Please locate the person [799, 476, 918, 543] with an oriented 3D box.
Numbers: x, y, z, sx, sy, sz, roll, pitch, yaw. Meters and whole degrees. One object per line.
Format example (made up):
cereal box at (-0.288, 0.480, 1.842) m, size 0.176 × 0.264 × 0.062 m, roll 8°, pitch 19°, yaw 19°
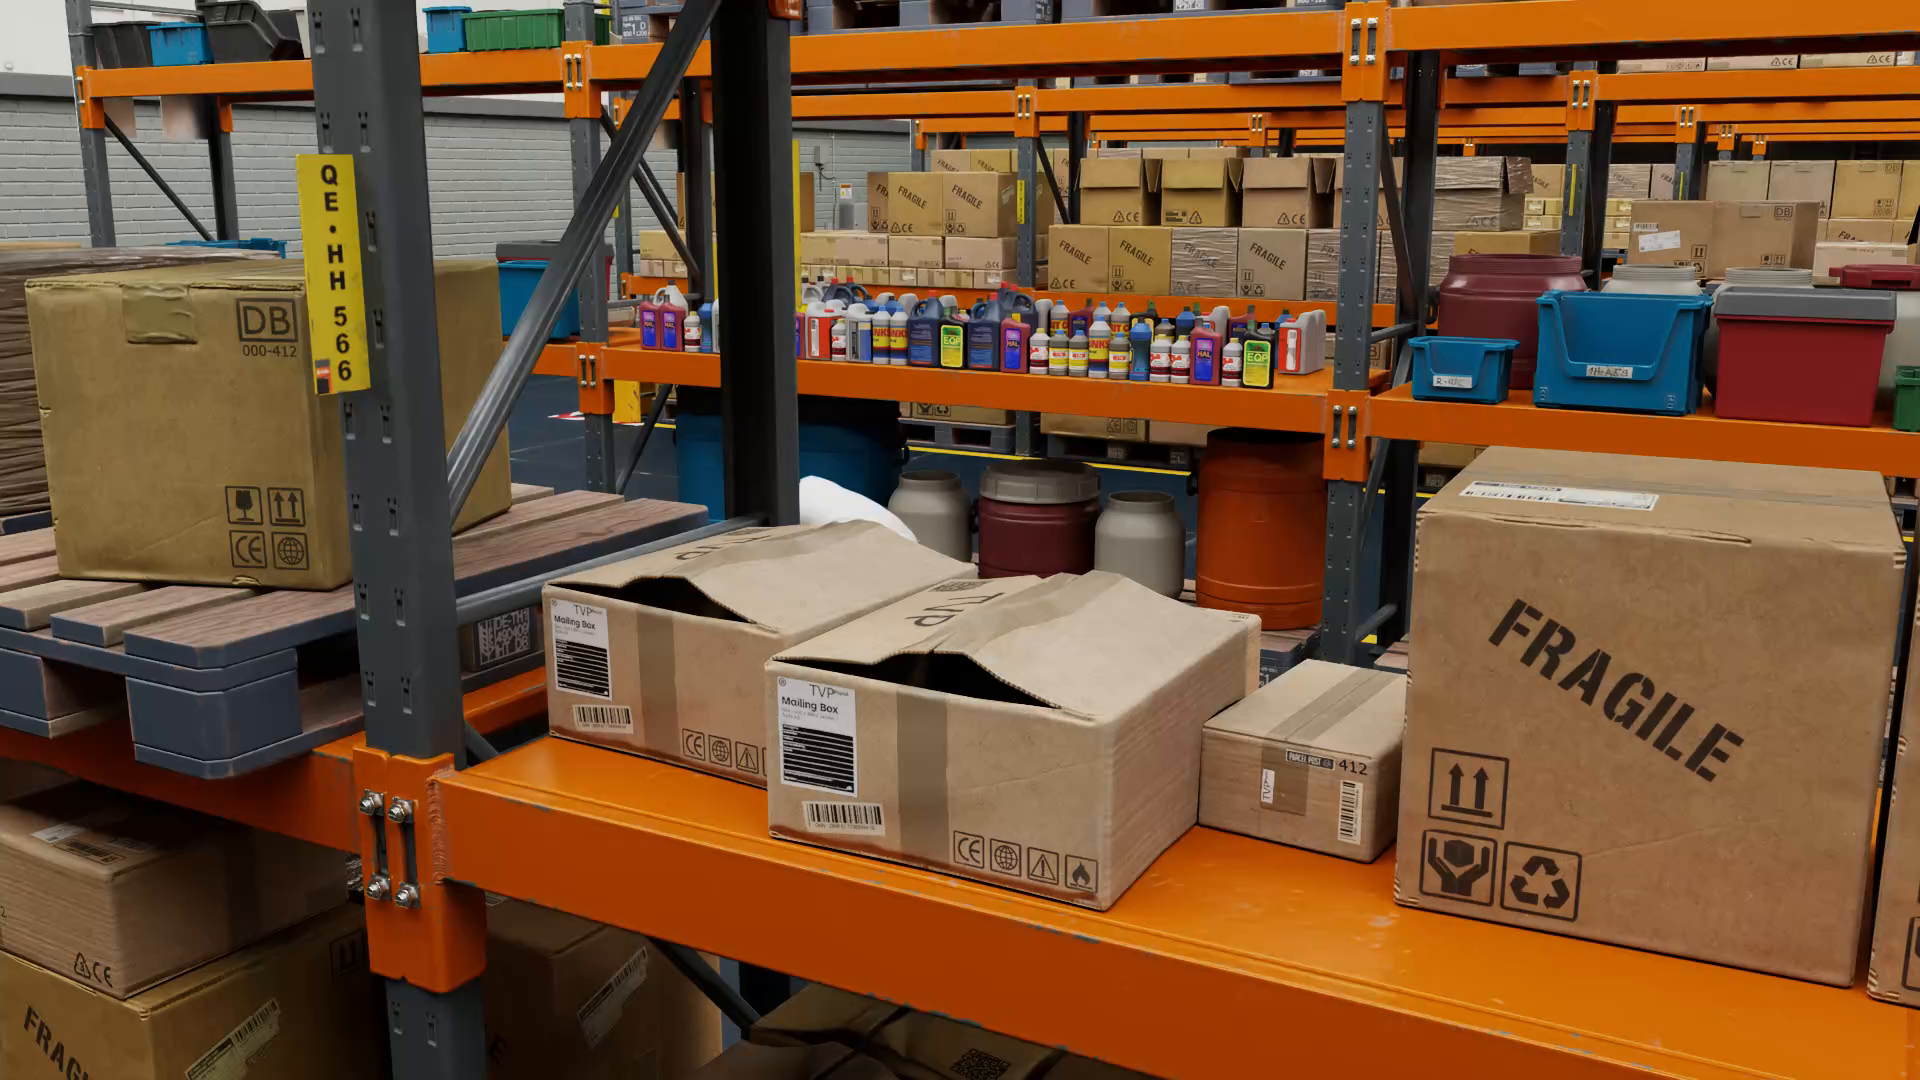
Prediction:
person at (-0.586, 0.190, 6.949) m, size 0.937 × 1.005 × 0.584 m, roll 6°, pitch 14°, yaw 27°
